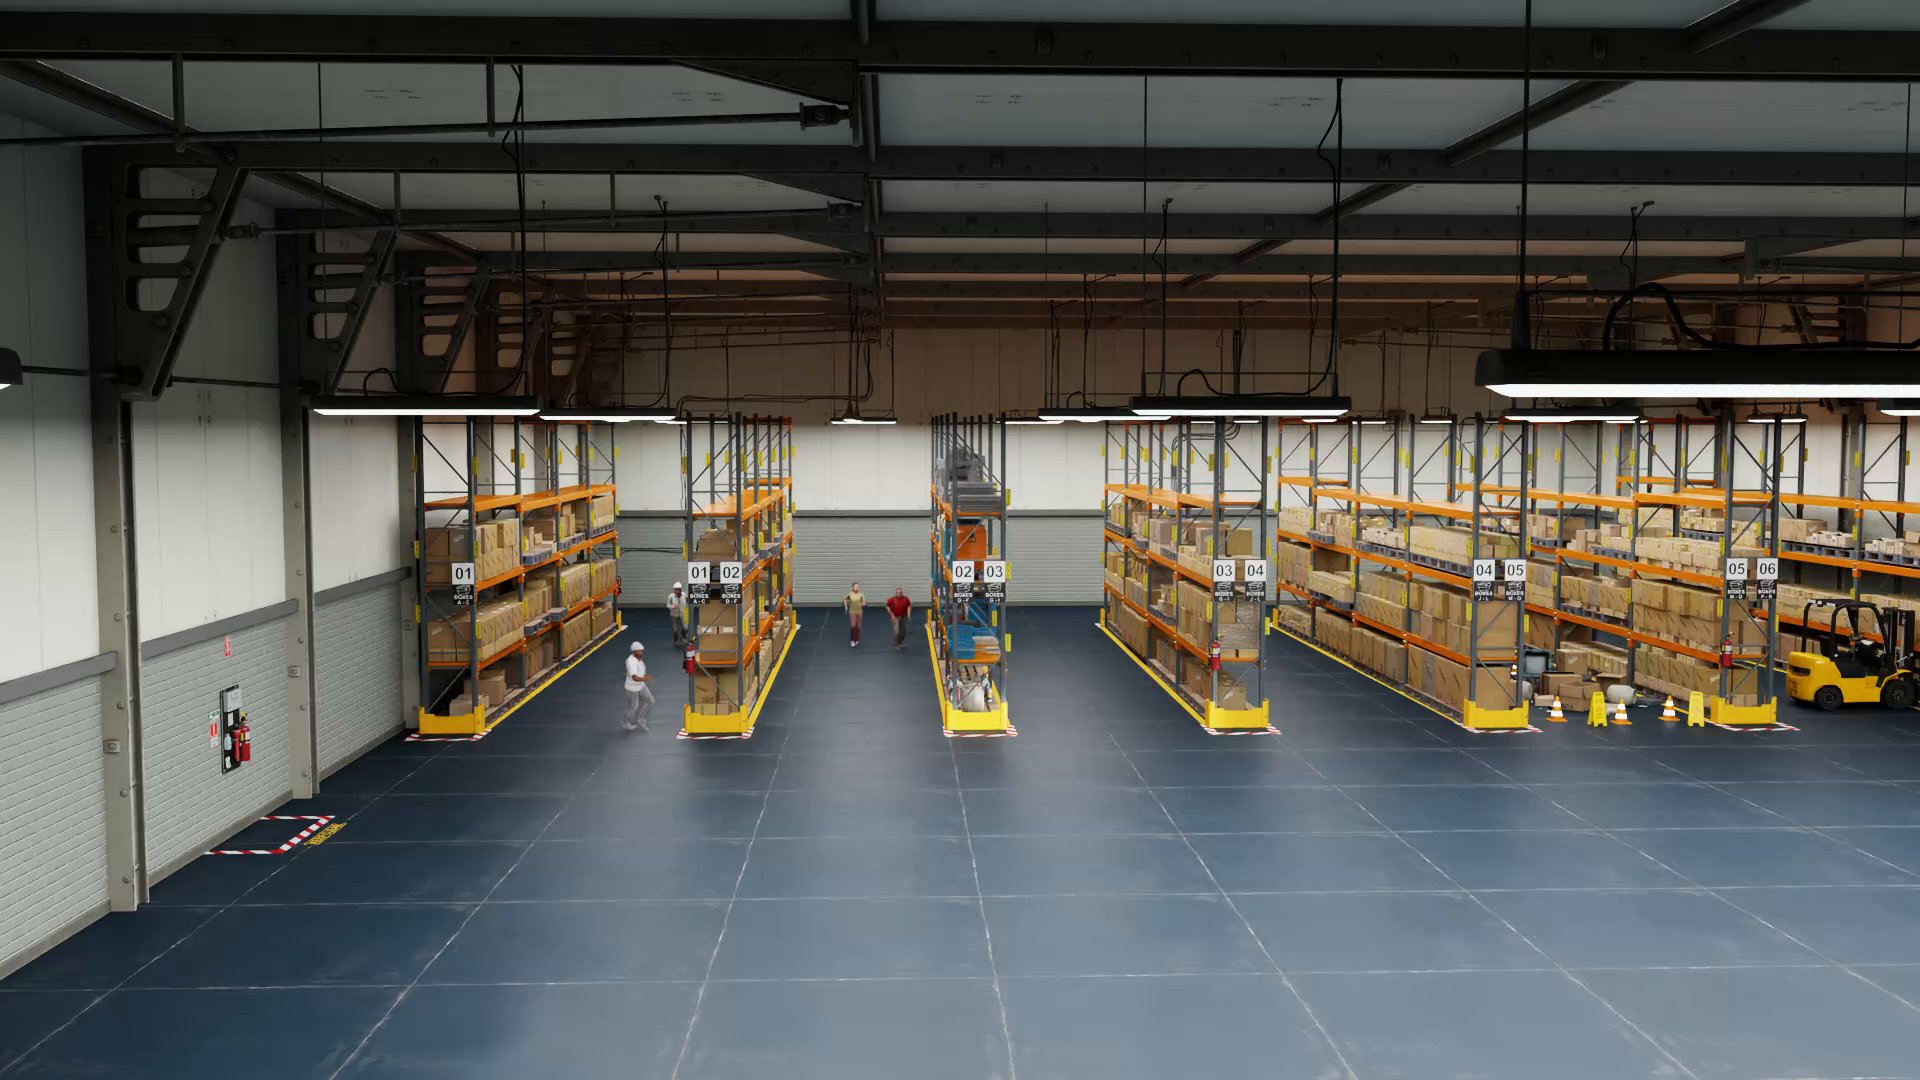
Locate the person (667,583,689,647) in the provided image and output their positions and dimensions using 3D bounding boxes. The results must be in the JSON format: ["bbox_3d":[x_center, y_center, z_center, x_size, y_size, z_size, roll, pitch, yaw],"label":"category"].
[{"bbox_3d":[-7.303,1.935,43.194,0.659,1.685,0.931,-1,4,-16],"label":"person"}]

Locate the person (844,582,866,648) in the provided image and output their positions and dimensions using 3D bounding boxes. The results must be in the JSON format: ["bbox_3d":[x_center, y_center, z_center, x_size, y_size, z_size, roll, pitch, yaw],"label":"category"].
[{"bbox_3d":[-2.717,1.945,43.271,0.560,1.687,0.688,-1,4,-11],"label":"person"}]

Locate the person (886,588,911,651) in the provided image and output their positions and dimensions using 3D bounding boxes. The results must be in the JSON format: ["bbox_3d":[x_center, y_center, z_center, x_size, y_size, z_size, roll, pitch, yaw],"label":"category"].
[{"bbox_3d":[-1.570,2.012,42.586,0.691,1.634,0.867,-2,4,-23],"label":"person"}]

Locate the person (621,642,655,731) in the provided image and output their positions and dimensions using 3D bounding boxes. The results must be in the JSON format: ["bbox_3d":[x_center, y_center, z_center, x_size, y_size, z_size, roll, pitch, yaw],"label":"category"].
[{"bbox_3d":[-6.067,2.756,30.996,0.709,1.742,0.742,1,4,11],"label":"person"}]
